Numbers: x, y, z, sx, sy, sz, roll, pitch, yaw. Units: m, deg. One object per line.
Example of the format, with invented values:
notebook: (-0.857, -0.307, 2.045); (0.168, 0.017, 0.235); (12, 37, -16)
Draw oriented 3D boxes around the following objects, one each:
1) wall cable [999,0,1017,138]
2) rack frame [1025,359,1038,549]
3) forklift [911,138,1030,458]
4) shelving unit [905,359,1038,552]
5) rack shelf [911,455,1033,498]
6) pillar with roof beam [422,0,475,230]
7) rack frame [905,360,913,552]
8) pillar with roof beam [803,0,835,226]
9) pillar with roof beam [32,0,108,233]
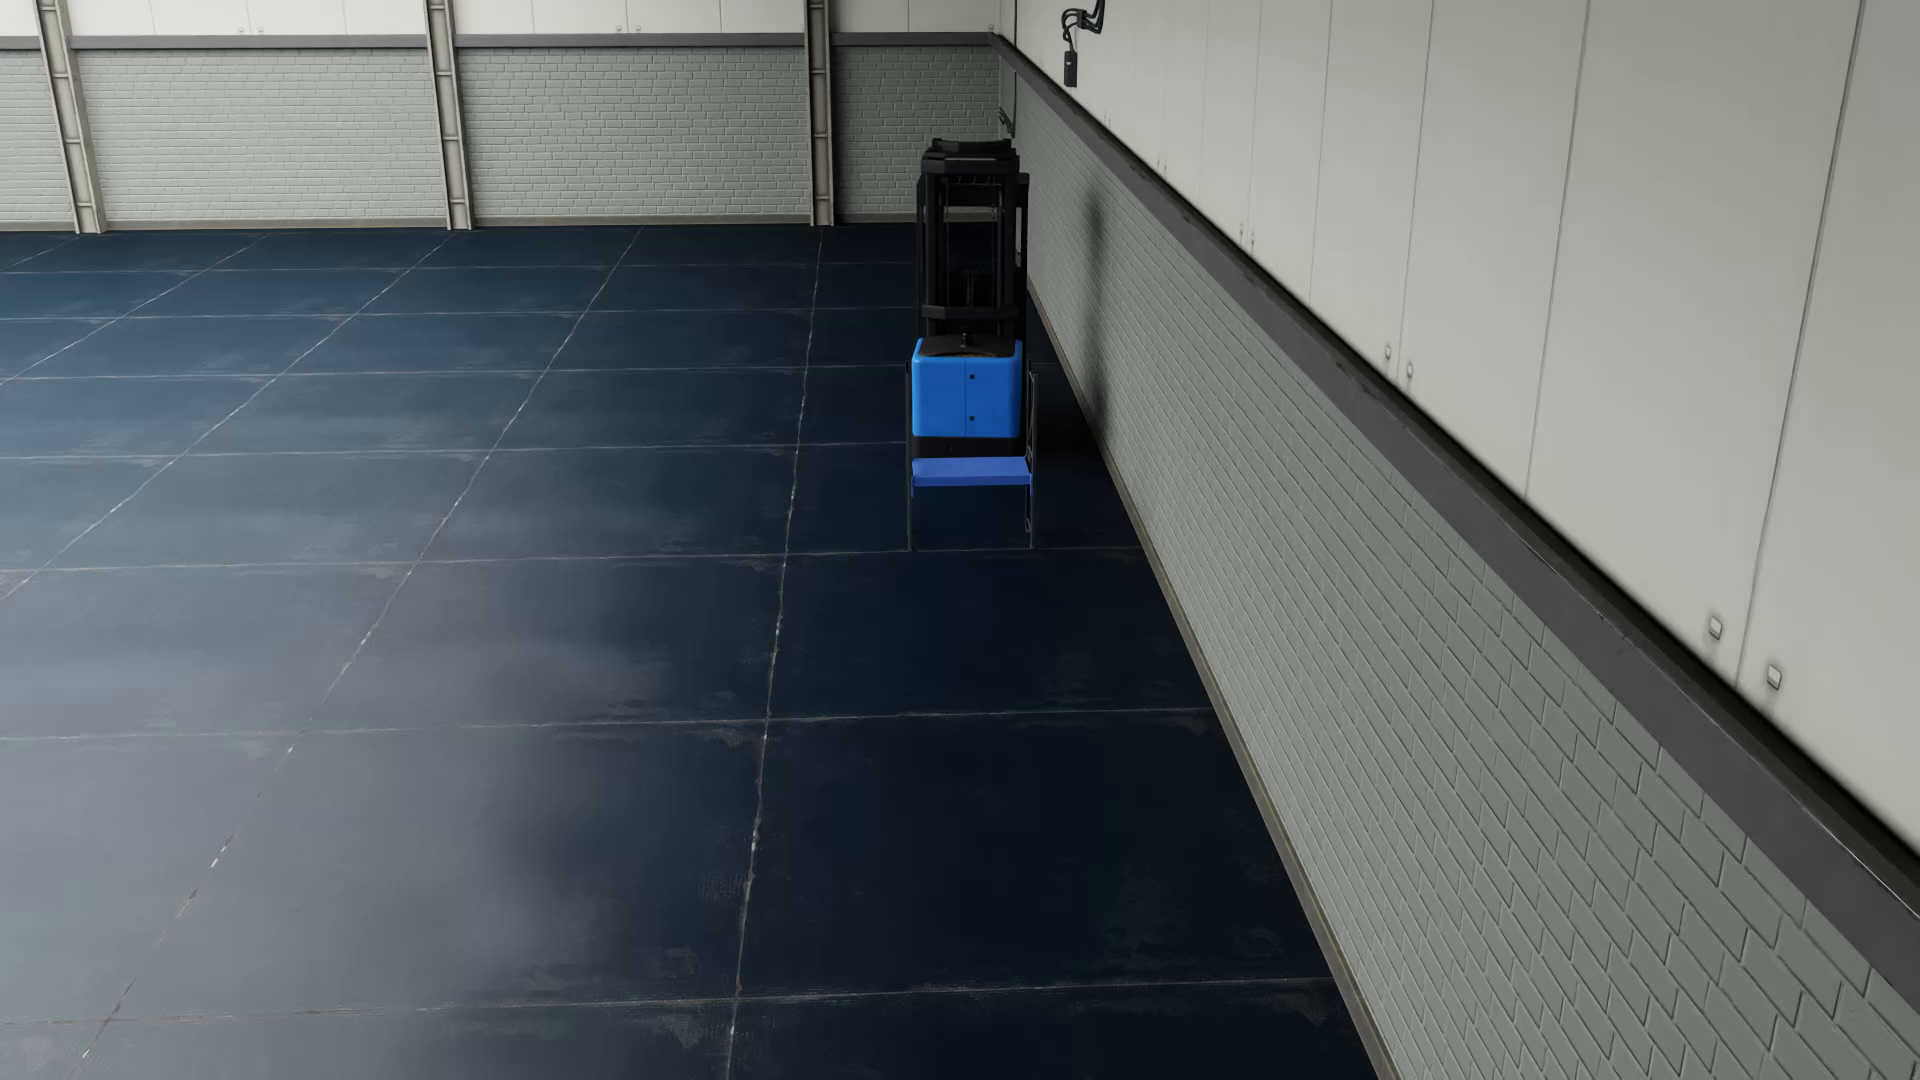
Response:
wall cable: (0.700, -7.669, 25.913); (0.112, 2.526, 3.097); (-1, 21, -3)
rack frame: (0.593, -0.713, 13.817); (0.032, 1.500, 0.500); (-1, 21, -3)
forklift: (0.134, -2.584, 16.719); (1.130, 2.935, 3.031); (1, 21, 3)
shelving unit: (0.085, -0.703, 13.790); (1.048, 1.500, 0.538); (-1, 21, -3)
rack shelf: (0.085, -0.535, 13.854); (1.000, 0.185, 0.538); (-1, 21, -3)
pillar with roof beam: (-8.061, -7.879, 22.100); (0.400, 9.000, 9.100); (-1, 21, -3)
rack frame: (-0.422, -0.692, 13.763); (0.032, 1.500, 0.500); (-1, 21, -3)
pillar with roof beam: (-2.071, -8.001, 22.421); (0.400, 9.000, 9.100); (-1, 21, -3)
pillar with roof beam: (-14.051, -7.757, 21.780); (0.400, 9.000, 9.100); (-1, 21, -3)
